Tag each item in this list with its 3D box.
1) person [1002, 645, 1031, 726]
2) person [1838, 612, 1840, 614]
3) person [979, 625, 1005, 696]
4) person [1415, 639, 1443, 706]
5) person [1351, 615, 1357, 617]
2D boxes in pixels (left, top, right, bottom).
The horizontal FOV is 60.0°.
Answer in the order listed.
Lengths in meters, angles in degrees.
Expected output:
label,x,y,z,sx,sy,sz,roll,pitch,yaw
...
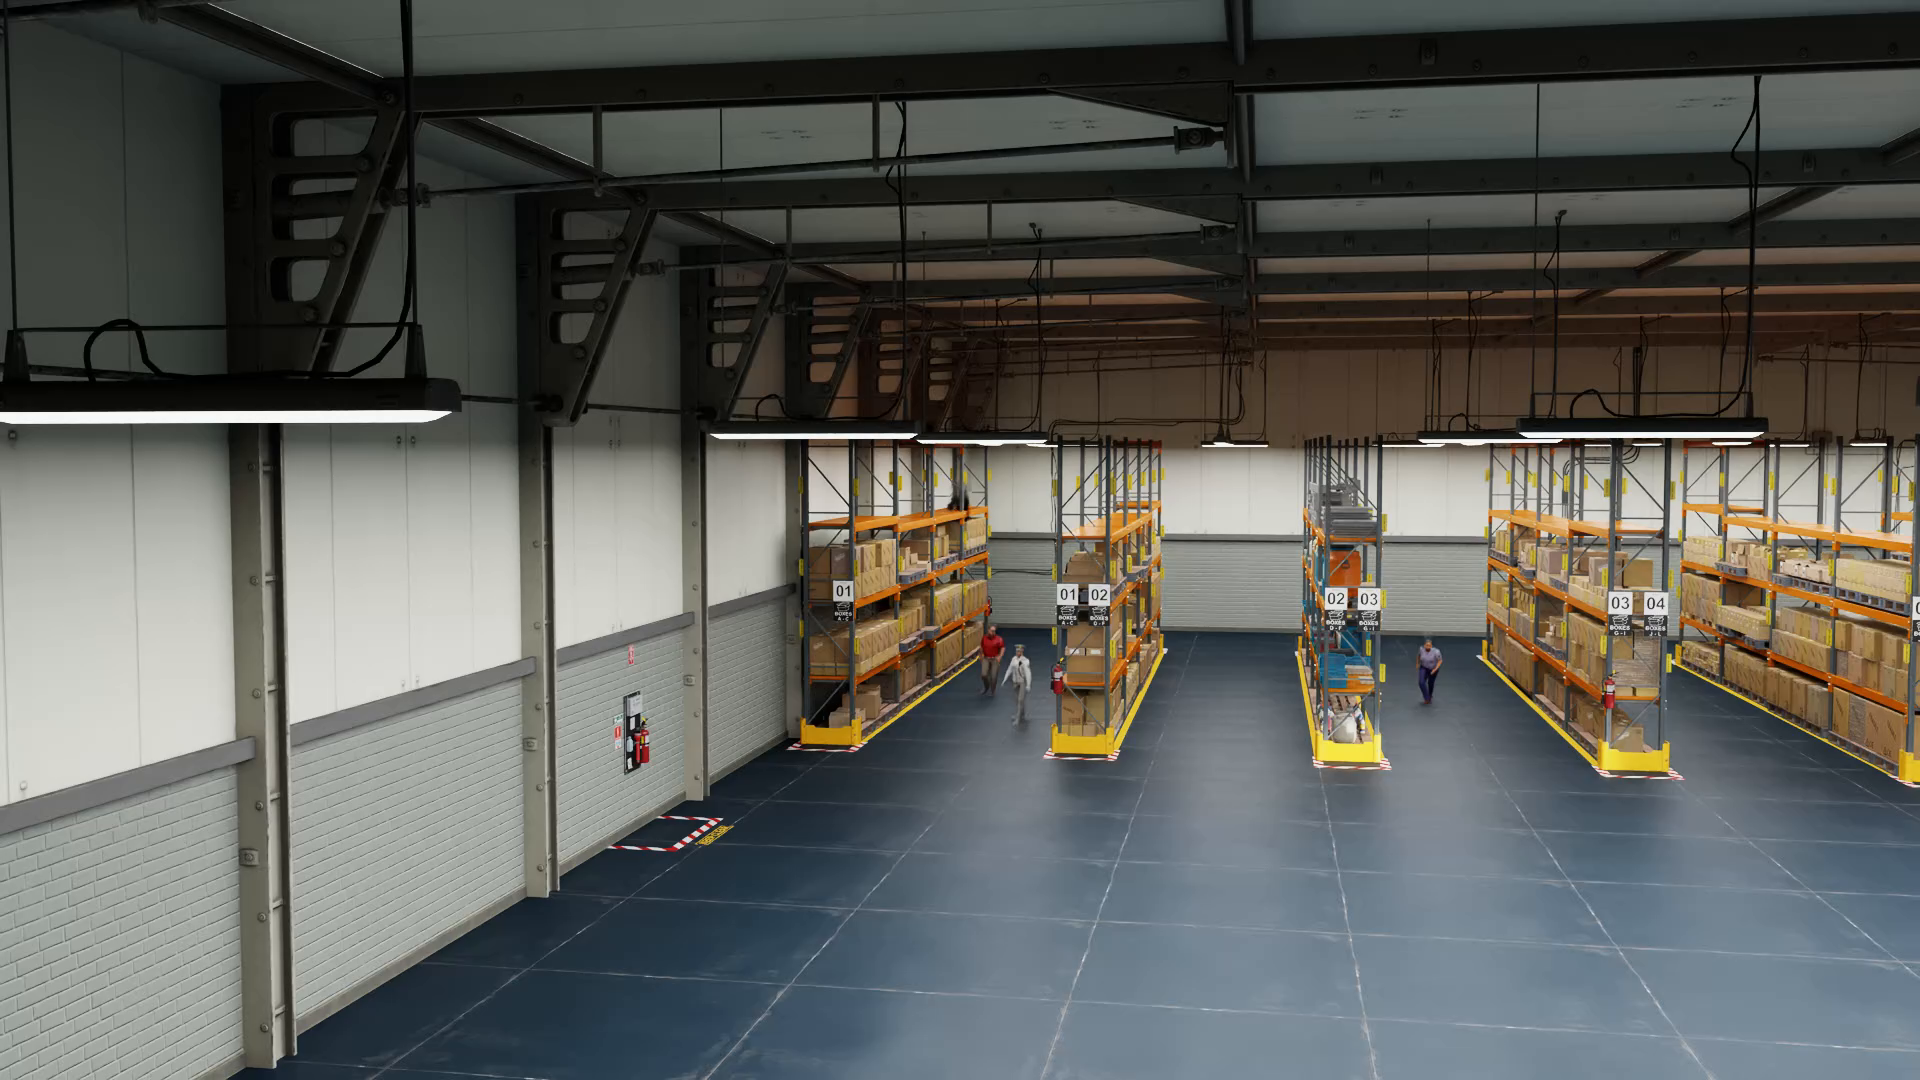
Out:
label,x,y,z,sx,sy,sz,roll,pitch,yaw
person,1.221,3.017,34.947,0.653,1.657,0.746,3,4,44
person,21.873,2.588,41.682,0.656,1.750,0.905,-1,3,-11
person,0.727,2.796,38.417,0.661,1.669,0.805,0,3,9
person,10.594,2.920,37.491,0.605,1.460,1.036,1,3,23
person,11.465,2.237,48.249,0.847,1.729,0.680,2,4,31
